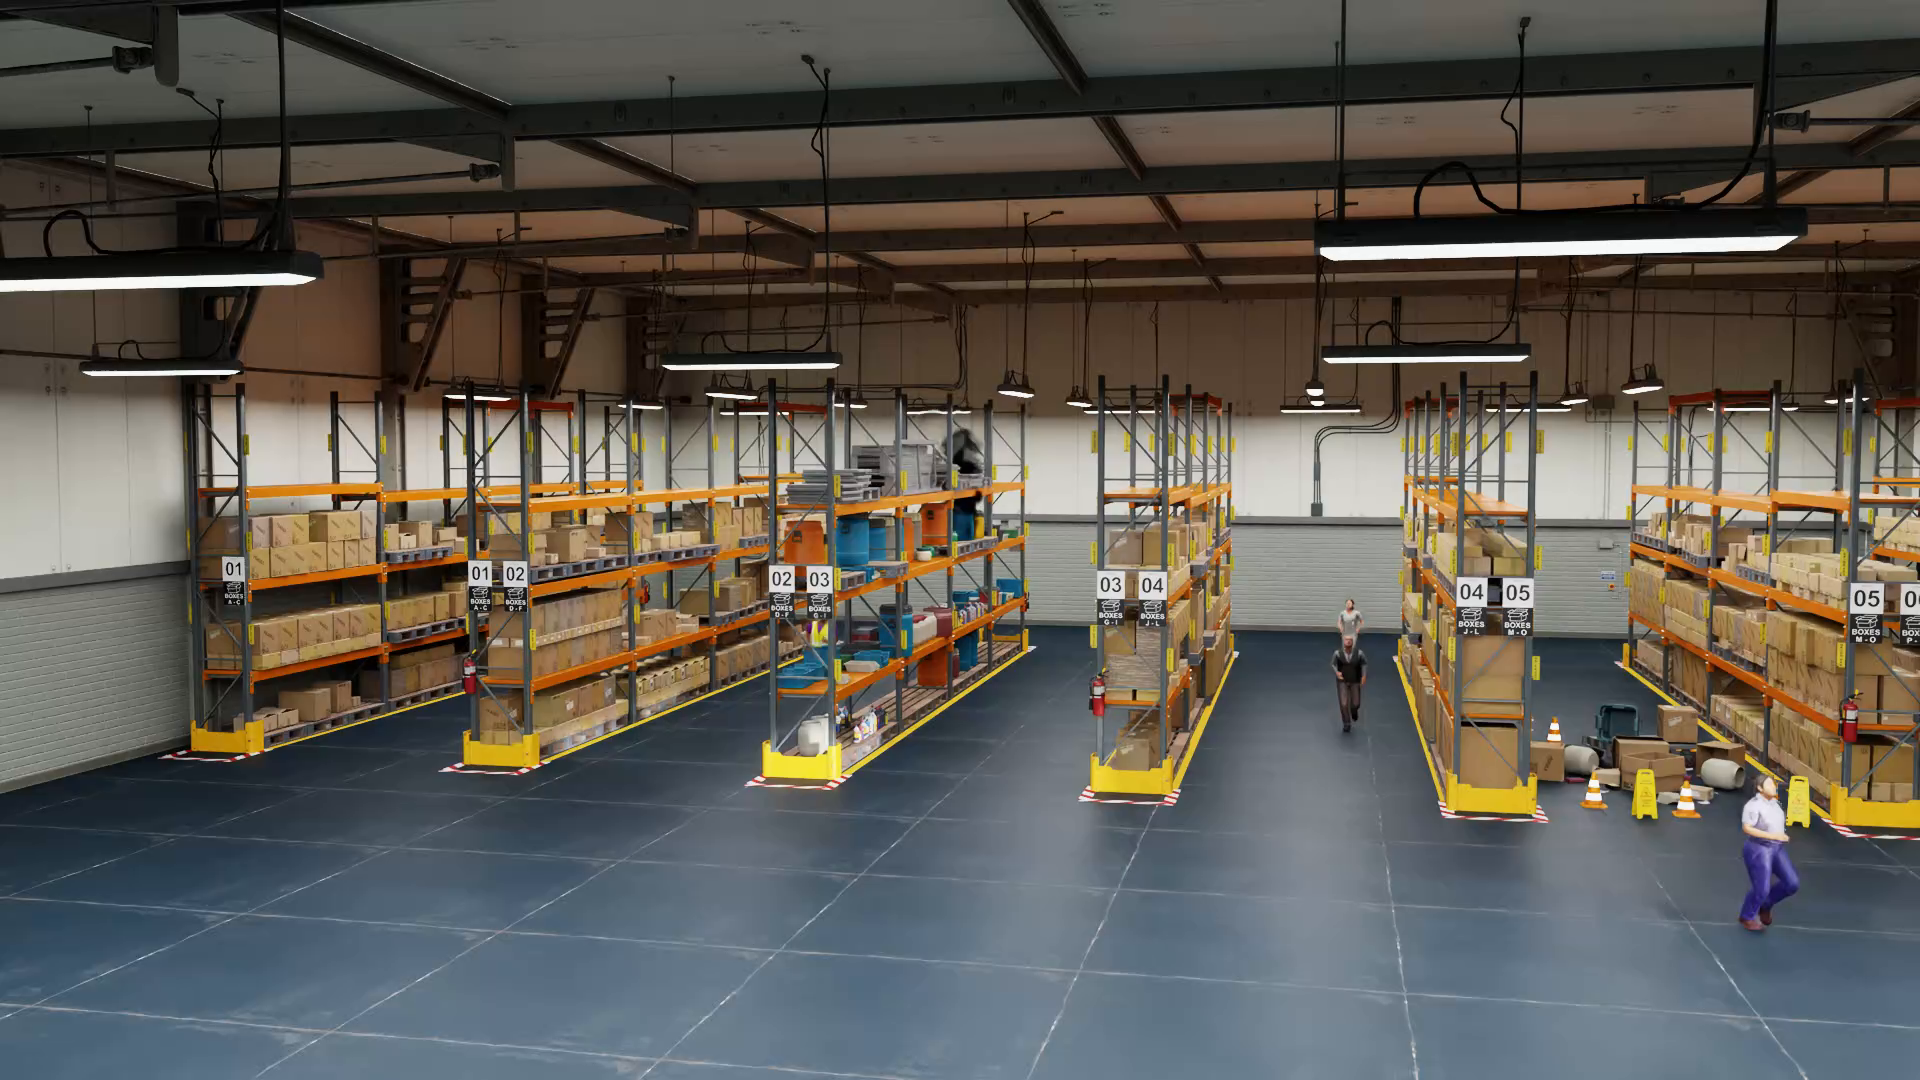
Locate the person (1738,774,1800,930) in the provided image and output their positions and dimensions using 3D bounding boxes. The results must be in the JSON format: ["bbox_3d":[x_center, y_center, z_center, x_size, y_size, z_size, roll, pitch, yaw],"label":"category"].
[{"bbox_3d":[8.281,3.214,17.051,0.661,1.607,0.570,-2,4,-30],"label":"person"}]

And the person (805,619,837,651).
[{"bbox_3d":[-2.773,2.230,33.134,0.672,1.785,0.720,0,3,3],"label":"person"}]

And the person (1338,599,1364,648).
[{"bbox_3d":[8.582,2.107,36.525,0.572,1.653,0.722,1,3,19],"label":"person"}]

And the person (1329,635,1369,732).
[{"bbox_3d":[6.808,2.506,29.116,0.691,1.686,0.565,1,3,10],"label":"person"}]
